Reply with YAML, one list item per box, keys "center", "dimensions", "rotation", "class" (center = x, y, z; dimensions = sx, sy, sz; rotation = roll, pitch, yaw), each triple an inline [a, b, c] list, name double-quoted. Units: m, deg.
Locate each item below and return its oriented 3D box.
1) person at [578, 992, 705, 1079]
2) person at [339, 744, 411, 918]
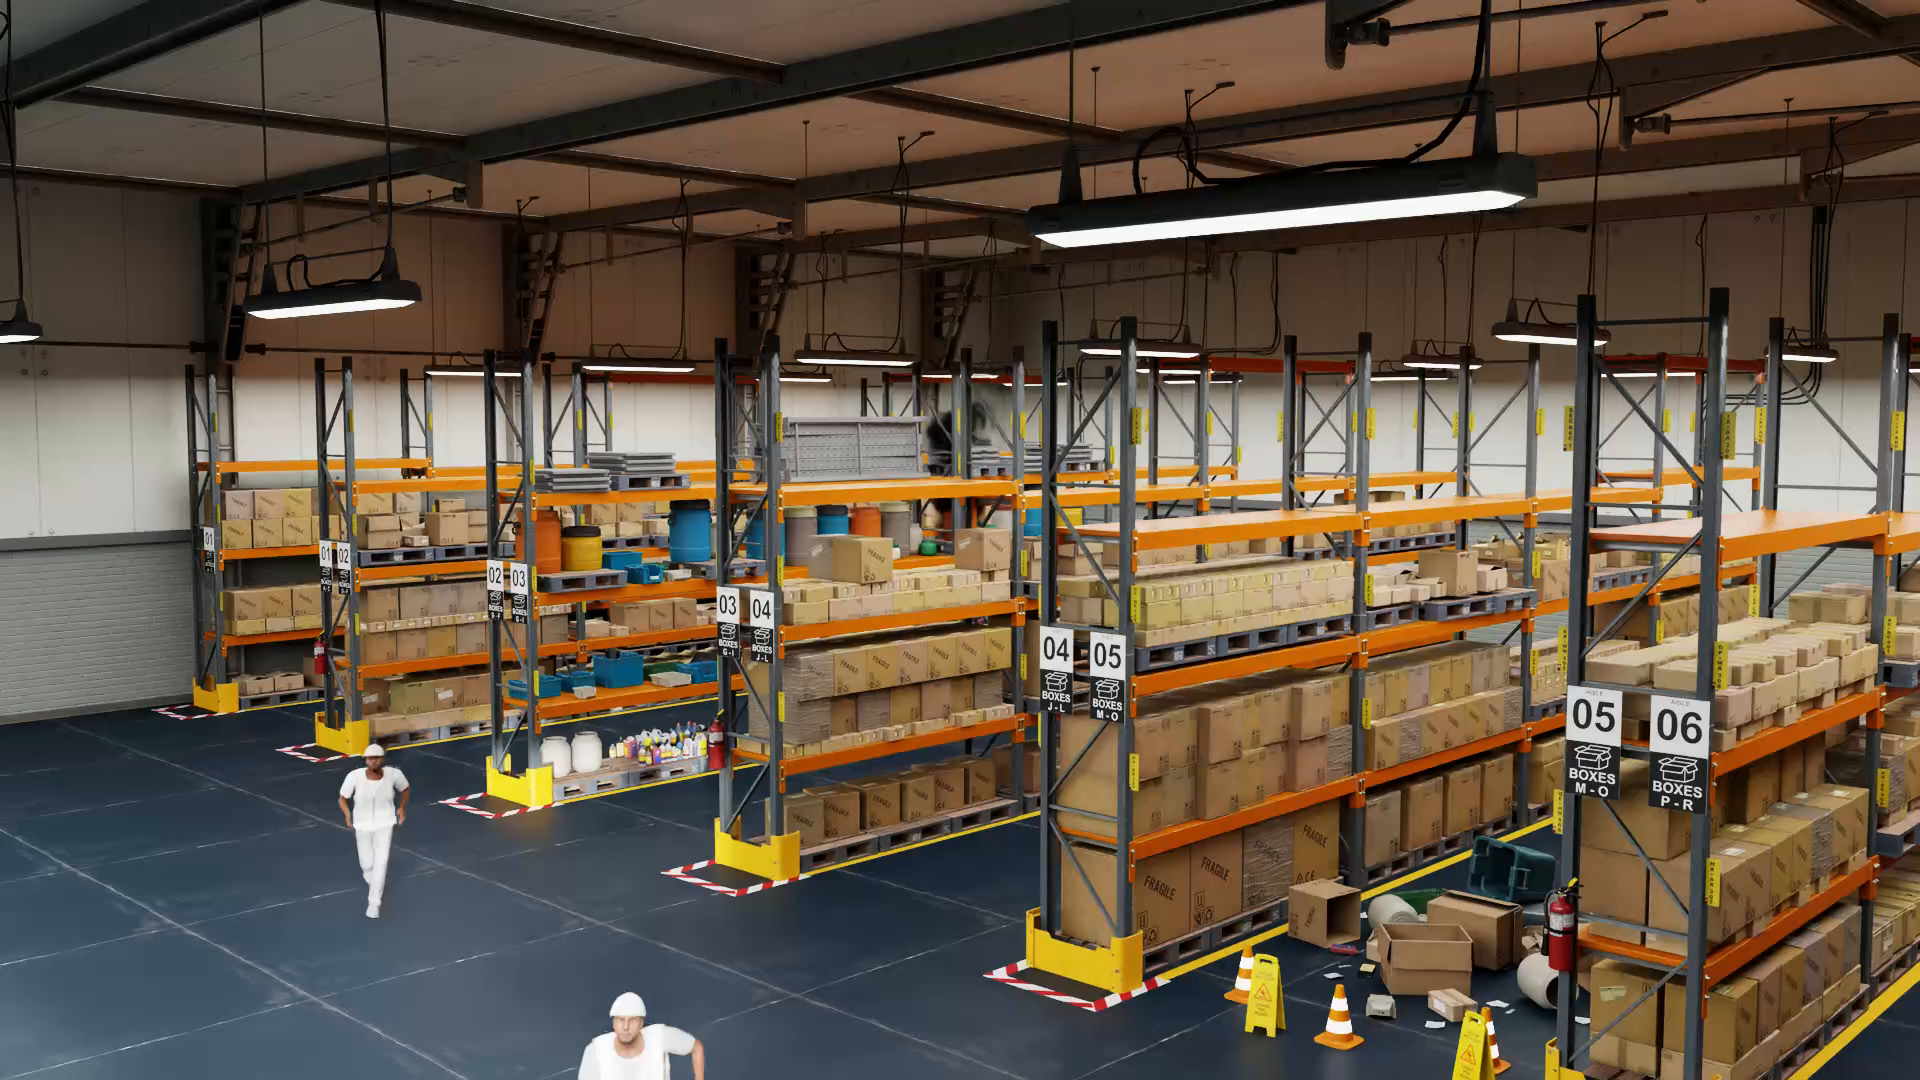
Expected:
- center: [-1.904, 3.526, 9.891]
  dimensions: [0.726, 1.717, 0.728]
  rotation: [0, 4, -2]
  class: "person"
- center: [-6.099, 2.978, 17.351]
  dimensions: [0.704, 1.742, 0.964]
  rotation: [-1, 5, -17]
  class: "person"
